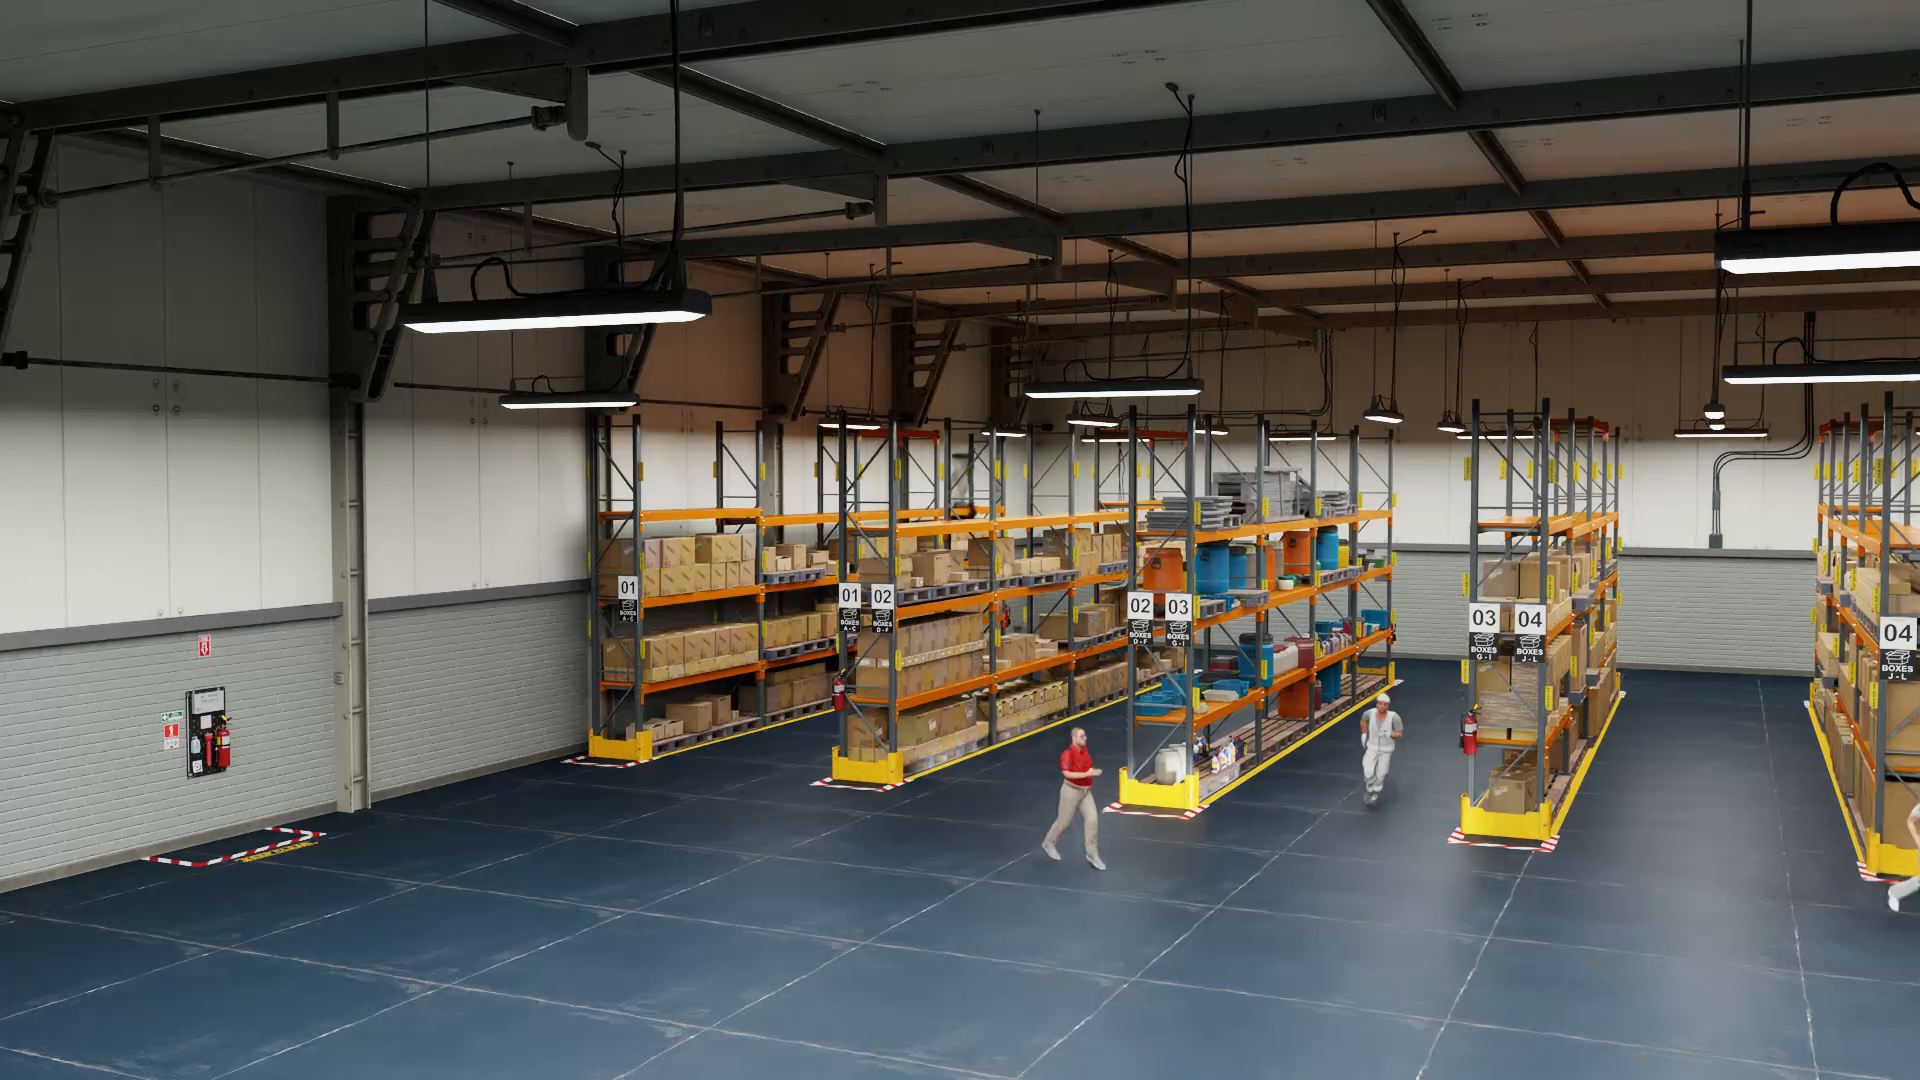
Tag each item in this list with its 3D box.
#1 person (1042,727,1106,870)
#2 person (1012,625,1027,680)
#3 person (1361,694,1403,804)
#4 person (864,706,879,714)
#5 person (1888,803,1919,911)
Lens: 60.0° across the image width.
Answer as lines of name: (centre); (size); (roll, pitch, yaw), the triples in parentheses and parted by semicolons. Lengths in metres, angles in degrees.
person: (1.448, 3.255, 21.127); (0.915, 1.768, 0.642); (2, 3, 43)
person: (1.399, 2.692, 37.316); (0.655, 1.628, 0.978); (1, 2, 17)
person: (6.259, 3.118, 24.712); (0.628, 1.700, 0.680); (1, 2, 18)
person: (-1.620, 2.925, 31.577); (0.573, 1.602, 0.705); (1, 2, 19)
person: (10.815, 3.451, 18.495); (0.762, 1.662, 0.627); (0, 2, -8)
